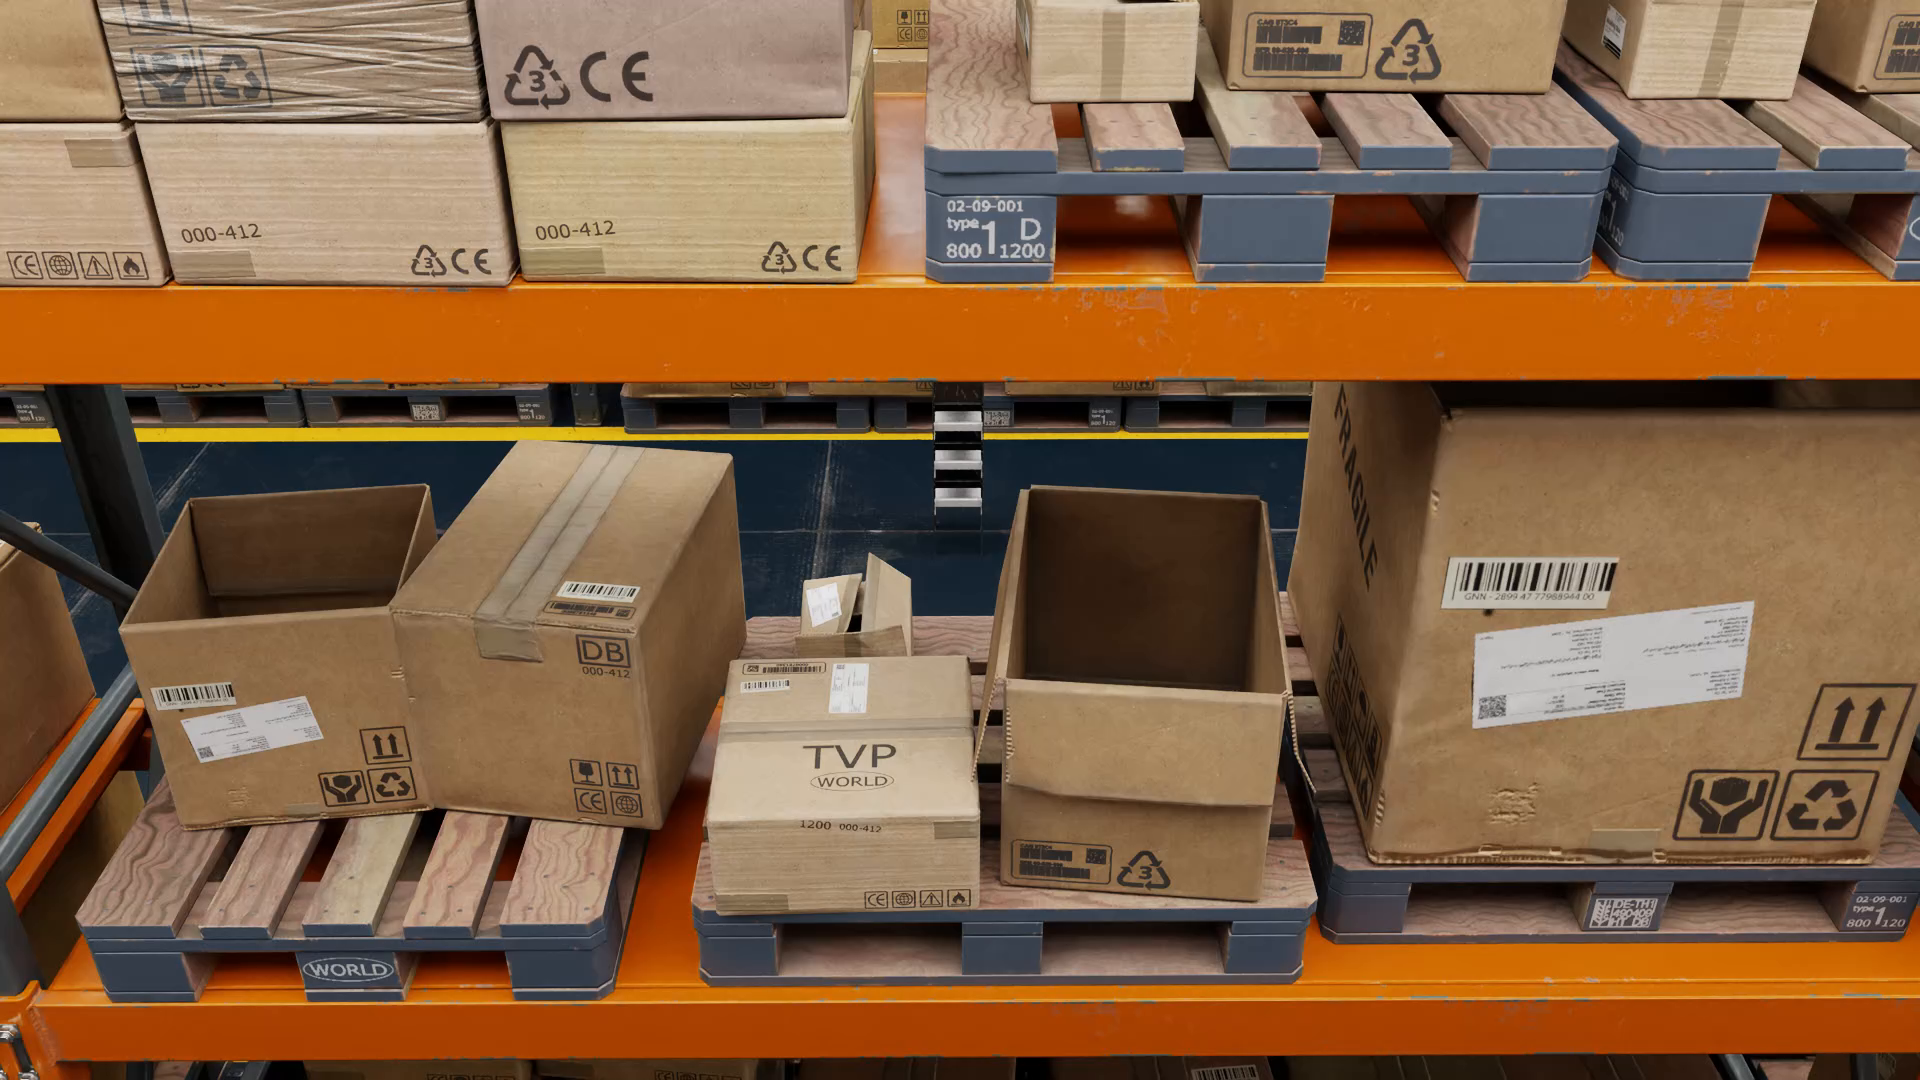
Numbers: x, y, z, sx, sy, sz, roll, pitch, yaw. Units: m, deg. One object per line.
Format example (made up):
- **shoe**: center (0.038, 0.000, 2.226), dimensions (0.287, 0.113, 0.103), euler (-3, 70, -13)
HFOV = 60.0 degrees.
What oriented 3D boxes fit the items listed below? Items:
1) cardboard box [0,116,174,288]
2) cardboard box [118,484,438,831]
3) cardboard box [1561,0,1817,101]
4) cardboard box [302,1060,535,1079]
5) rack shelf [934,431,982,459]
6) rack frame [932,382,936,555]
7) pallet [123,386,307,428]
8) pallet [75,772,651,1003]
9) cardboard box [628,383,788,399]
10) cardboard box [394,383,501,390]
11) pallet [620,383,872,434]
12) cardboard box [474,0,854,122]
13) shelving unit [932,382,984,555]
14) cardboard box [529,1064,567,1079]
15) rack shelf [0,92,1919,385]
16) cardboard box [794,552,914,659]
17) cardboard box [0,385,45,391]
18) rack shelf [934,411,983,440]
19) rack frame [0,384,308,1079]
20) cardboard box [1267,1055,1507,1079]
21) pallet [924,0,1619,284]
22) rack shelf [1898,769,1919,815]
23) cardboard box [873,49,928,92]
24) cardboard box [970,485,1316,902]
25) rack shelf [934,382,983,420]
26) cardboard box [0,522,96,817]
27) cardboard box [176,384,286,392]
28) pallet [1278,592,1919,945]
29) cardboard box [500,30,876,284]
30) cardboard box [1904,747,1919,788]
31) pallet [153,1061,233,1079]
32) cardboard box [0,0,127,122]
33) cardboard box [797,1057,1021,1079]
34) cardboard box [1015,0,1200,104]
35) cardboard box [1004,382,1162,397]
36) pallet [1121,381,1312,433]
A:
- **cardboard box**: center (-1.427, -0.609, 2.615), dimensions (0.500, 0.250, 0.500), euler (0, 31, 1)
- **cardboard box**: center (-1.359, 0.234, 3.472), dimensions (0.500, 0.500, 0.500), euler (-4, 31, -6)
- **cardboard box**: center (1.162, -0.884, 2.648), dimensions (0.258, 0.266, 0.396), euler (1, 31, 1)
- **cardboard box**: center (-1.229, 1.021, 3.939), dimensions (0.500, 0.250, 0.500), euler (1, 31, 2)
- **rack shelf**: center (-0.008, -0.433, 6.987), dimensions (0.200, 0.077, 0.258), euler (0, 31, 0)
- **rack frame**: center (-0.110, -0.384, 7.016), dimensions (0.006, 0.900, 0.240), euler (0, 31, 0)
- **pallet**: center (-3.826, -0.898, 8.527), dimensions (1.213, 0.211, 1.003), euler (0, 31, 0)
- **pallet**: center (-1.187, 0.503, 3.714), dimensions (1.003, 0.211, 1.213), euler (0, 31, 0)
- **cardboard box**: center (-1.218, -1.268, 8.211), dimensions (0.750, 0.750, 1.050), euler (-1, 31, -1)
- **cardboard box**: center (-2.484, -1.068, 8.123), dimensions (0.500, 0.500, 0.500), euler (0, 31, -1)
- **pallet**: center (-1.039, -0.866, 8.474), dimensions (1.213, 0.211, 1.003), euler (0, 31, 0)
- **cardboard box**: center (-0.417, -0.933, 2.427), dimensions (0.500, 0.500, 0.500), euler (-1, 31, -2)
- **shelving unit**: center (-0.008, -0.385, 7.017), dimensions (0.210, 0.900, 0.258), euler (0, 31, 0)
- **cardboard box**: center (-1.229, 1.347, 4.124), dimensions (0.500, 0.500, 0.700), euler (-2, 31, -3)
- **rack shelf**: center (0.101, -0.503, 2.988), dimensions (4.000, 0.370, 1.077), euler (0, 31, 0)
- **cardboard box**: center (-0.233, 0.211, 3.735), dimensions (0.258, 0.266, 0.396), euler (-1, 31, -2)
- **cardboard box**: center (-4.558, -1.060, 8.111), dimensions (0.500, 0.500, 0.500), euler (1, 31, 2)
- **rack shelf**: center (-0.008, -0.510, 6.940), dimensions (0.200, 0.077, 0.258), euler (0, 31, 0)
- **rack frame**: center (-1.899, 0.478, 3.570), dimensions (0.127, 3.000, 1.000), euler (0, 31, 0)
- **cardboard box**: center (1.010, 1.329, 4.153), dimensions (0.500, 0.500, 0.700), euler (0, 31, -1)
- **pallet**: center (0.446, -0.785, 2.941), dimensions (1.003, 0.211, 1.213), euler (0, 31, 0)
- **rack shelf**: center (4.101, 0.767, 3.787), dimensions (4.000, 0.370, 1.077), euler (0, 31, 0)
- **cardboard box**: center (-0.364, -2.003, 7.563), dimensions (0.500, 0.500, 0.500), euler (0, 31, 0)
- **cardboard box**: center (0.368, 0.296, 3.367), dimensions (0.637, 0.503, 0.797), euler (3, 31, 5)
- **rack shelf**: center (-0.008, -0.587, 6.894), dimensions (0.200, 0.077, 0.258), euler (0, 31, 0)
- **cardboard box**: center (-2.386, 0.296, 3.774), dimensions (0.500, 0.500, 0.500), euler (1, 31, 1)
- **cardboard box**: center (-3.532, -1.058, 8.107), dimensions (0.500, 0.500, 0.500), euler (-2, 31, -3)
- **pallet**: center (1.336, 0.475, 3.760), dimensions (1.213, 0.211, 1.003), euler (0, 31, 0)
- **cardboard box**: center (-0.400, -0.617, 2.628), dimensions (0.500, 0.250, 0.500), euler (0, 31, 1)
- **cardboard box**: center (2.314, 0.420, 3.908), dimensions (0.250, 0.149, 0.380), euler (0, 31, 0)
- **pallet**: center (-2.688, 1.634, 4.353), dimensions (1.213, 0.211, 1.003), euler (0, 31, 0)
- **cardboard box**: center (-1.427, -0.928, 2.418), dimensions (0.500, 0.500, 0.500), euler (0, 31, 0)
- **cardboard box**: center (-0.107, 1.333, 4.147), dimensions (0.500, 0.500, 0.700), euler (2, 31, 4)
- **cardboard box**: center (0.227, -0.838, 2.669), dimensions (0.250, 0.166, 0.380), euler (-1, 31, -2)
- **cardboard box**: center (0.587, -1.275, 8.224), dimensions (0.750, 0.750, 1.050), euler (0, 31, 0)
- **pallet**: center (1.401, -0.873, 8.486), dimensions (1.213, 0.211, 1.003), euler (0, 31, 0)
